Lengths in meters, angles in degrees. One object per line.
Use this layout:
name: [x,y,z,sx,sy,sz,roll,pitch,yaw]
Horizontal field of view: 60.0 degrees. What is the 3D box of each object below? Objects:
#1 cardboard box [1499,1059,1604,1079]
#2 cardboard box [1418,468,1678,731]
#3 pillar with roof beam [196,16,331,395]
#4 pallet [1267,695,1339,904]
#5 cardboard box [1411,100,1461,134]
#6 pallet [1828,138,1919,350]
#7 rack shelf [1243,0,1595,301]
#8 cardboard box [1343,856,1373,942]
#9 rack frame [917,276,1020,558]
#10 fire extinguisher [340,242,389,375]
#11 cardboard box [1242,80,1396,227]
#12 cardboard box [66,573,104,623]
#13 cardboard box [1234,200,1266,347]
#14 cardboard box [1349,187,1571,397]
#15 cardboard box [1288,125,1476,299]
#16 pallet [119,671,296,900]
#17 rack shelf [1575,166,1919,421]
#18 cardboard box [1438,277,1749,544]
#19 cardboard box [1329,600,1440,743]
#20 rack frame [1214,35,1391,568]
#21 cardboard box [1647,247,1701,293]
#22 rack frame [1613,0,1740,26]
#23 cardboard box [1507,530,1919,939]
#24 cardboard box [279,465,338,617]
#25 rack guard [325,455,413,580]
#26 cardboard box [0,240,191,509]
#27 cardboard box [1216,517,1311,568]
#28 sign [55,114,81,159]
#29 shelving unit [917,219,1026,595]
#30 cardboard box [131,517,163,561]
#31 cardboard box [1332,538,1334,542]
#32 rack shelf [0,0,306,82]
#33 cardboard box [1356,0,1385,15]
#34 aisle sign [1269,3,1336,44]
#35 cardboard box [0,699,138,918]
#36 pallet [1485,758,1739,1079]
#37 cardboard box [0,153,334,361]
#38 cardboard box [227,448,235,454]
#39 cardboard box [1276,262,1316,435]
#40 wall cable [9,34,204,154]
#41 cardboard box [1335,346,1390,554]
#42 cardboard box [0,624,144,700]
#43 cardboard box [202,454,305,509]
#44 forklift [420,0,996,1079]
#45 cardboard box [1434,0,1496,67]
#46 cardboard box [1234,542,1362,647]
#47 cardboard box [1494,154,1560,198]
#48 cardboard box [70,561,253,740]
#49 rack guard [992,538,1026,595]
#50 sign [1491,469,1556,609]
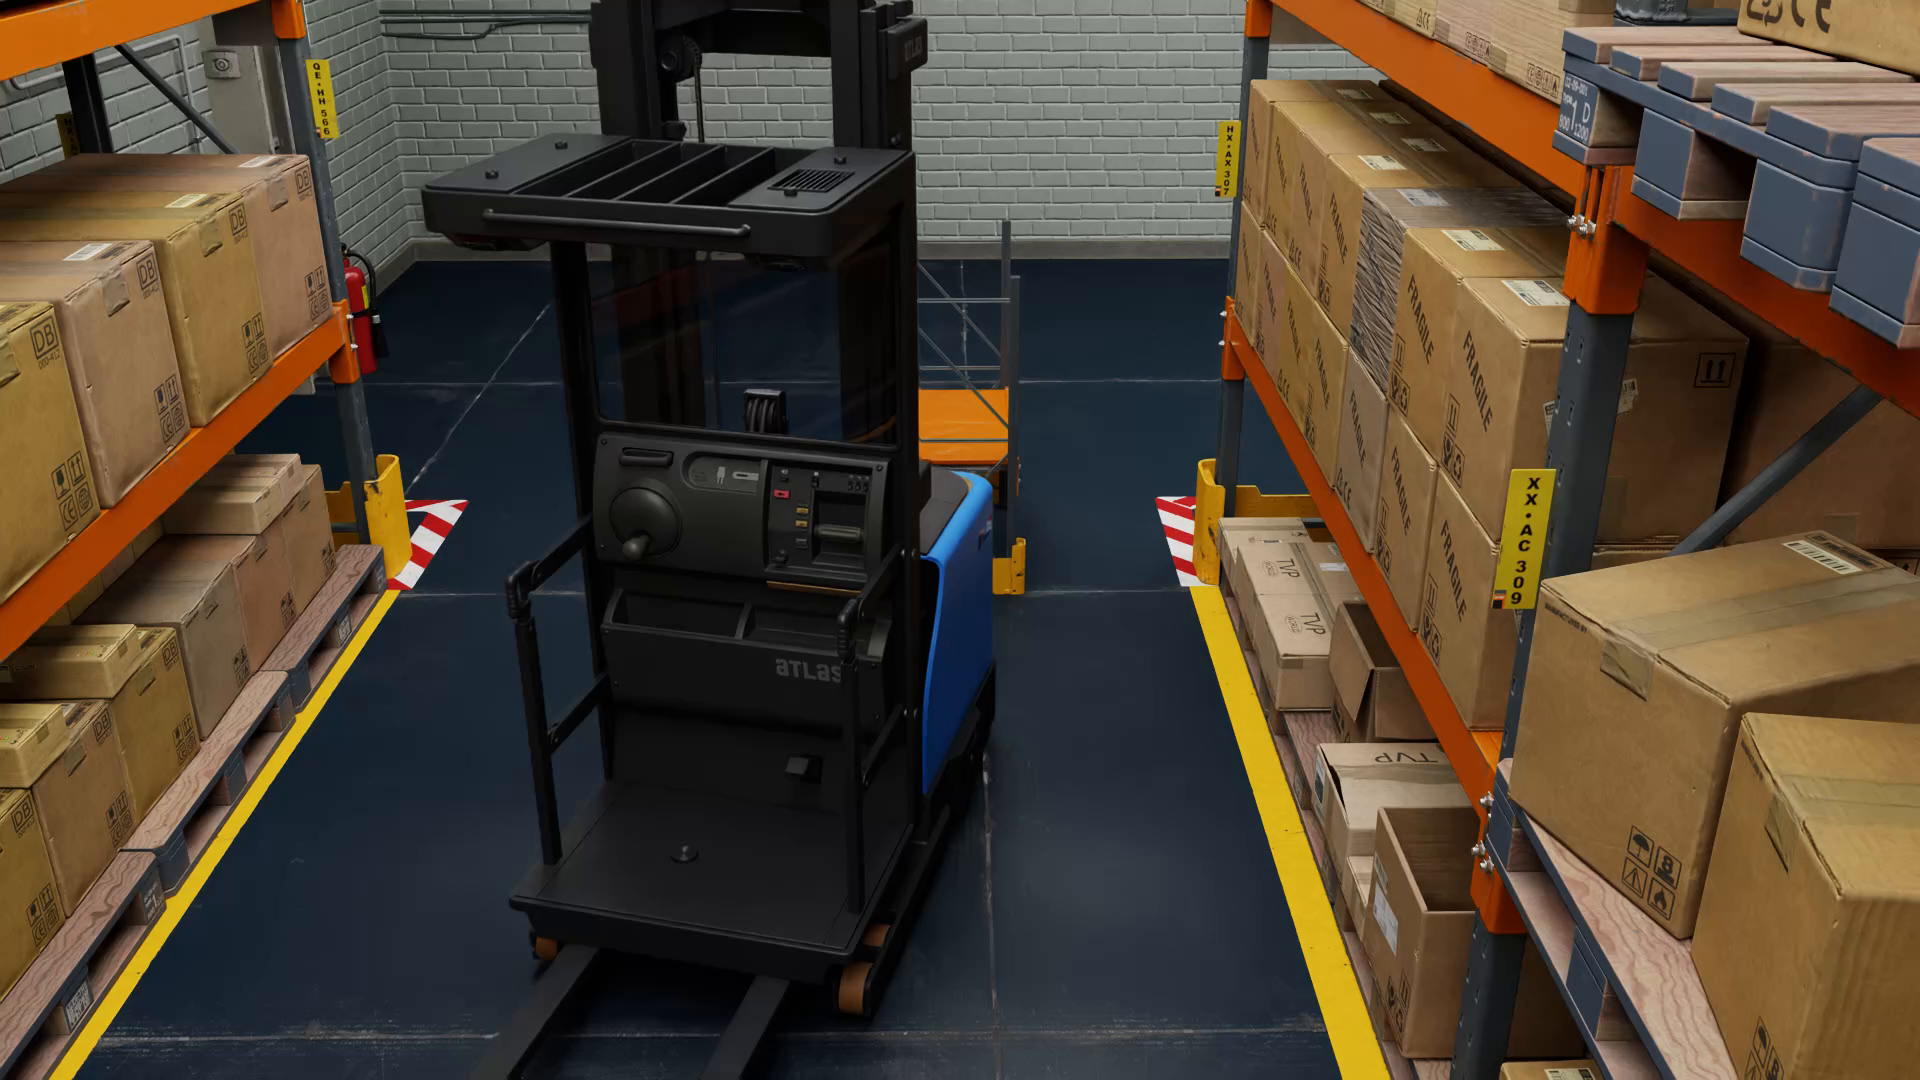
cardboard box: [1.513,1.528,3.730,0.500,0.500,0.500,-1,24,-3]
cardboard box: [1.489,0.139,4.181,0.500,0.500,0.500,0,24,0]
pillar with roof beam: [0.164,-5.096,8.598,9.100,9.000,0.400,0,24,-1]
pallet: [1.728,0.873,6.063,1.003,0.211,1.213,0,24,-1]
cardboard box: [1.993,-1.369,6.303,0.500,0.500,0.500,0,24,1]
pallet: [1.702,-0.195,1.630,1.213,0.211,1.003,0,24,-1]
rack shelf: [1.729,-1.474,5.101,1.077,0.370,4.000,0,24,-1]
cardboard box: [1.397,1.100,5.103,0.380,0.149,0.250,0,24,-1]
rack frame: [0.006,-0.439,7.400,0.500,1.500,0.032,0,24,-1]
fire extinguisher: [-2.786,-1.094,7.575,0.296,0.674,0.183,0,24,-1]
cardboard box: [1.449,-1.576,6.759,0.500,0.500,0.500,0,24,1]
cardboard box: [-3.324,0.177,5.955,0.380,0.149,0.250,0,24,0]
cardboard box: [1.449,-1.120,6.966,0.500,0.500,0.500,0,24,1]
cardboard box: [1.473,-0.738,4.906,0.500,0.500,0.500,0,24,0]
cardboard box: [1.462,-1.154,5.827,0.500,0.500,0.500,0,24,0]
pallet: [-3.149,0.866,6.079,1.003,0.211,1.213,0,24,-1]
rack shelf: [1.773,0.175,1.457,1.077,0.370,4.000,0,24,-1]
cardboard box: [1.487,-0.319,3.980,0.500,0.500,0.500,0,24,0]
cardboard box: [1.725,0.552,5.884,0.797,0.503,0.637,0,24,-1]
rack frame: [1.707,-1.259,7.393,1.000,3.000,0.127,0,24,-1]
cardboard box: [2.021,-0.520,4.424,0.500,0.500,0.500,-1,24,-2]
rack frame: [1.751,-2.344,2.512,1.000,3.000,0.127,0,24,-1]
cardboard box: [1.532,0.349,3.208,0.700,0.500,0.500,-9,26,-18]
cardboard box: [-3.138,0.001,7.132,0.700,0.500,0.500,0,24,-1]
rack guard: [-3.246,-0.106,7.877,1.175,0.500,0.348,0,24,-1]
cardboard box: [-3.212,-0.548,5.457,0.980,0.700,0.700,-1,24,-3]
cardboard box: [1.368,0.014,7.505,0.380,0.149,0.250,0,24,-1]
sign: [-3.801,-1.665,7.146,0.100,0.325,0.005,0,24,-1]
shelving unit: [0.001,-0.652,7.871,0.587,1.500,1.083,0,24,-1]
cardboard box: [-3.331,-0.034,6.421,0.380,0.149,0.250,0,24,0]
cardboard box: [1.960,-0.097,7.325,0.500,0.500,0.500,0,24,-1]
rack shelf: [-3.224,-1.450,5.048,1.077,0.370,4.000,0,24,-1]
cardboard box: [1.470,-1.726,4.969,0.500,0.250,0.500,0,24,-1]
aisle sign: [1.413,-2.470,6.917,0.394,0.787,0.004,0,24,-1]
cardboard box: [-3.110,0.845,5.265,0.700,0.500,0.500,0,24,-1]
pallet: [1.651,0.807,3.059,1.003,0.211,1.213,0,24,-1]
cardboard box: [-3.230,-1.161,6.814,0.980,0.700,0.700,1,24,2]
cardboard box: [-3.340,-0.345,7.110,0.380,0.149,0.250,0,24,0]
cardboard box: [1.462,-0.701,6.038,0.500,0.500,0.500,0,24,-1]
wall cable: [-4.206,-2.221,8.288,0.084,1.984,1.851,0,24,-1]
cardboard box: [1.474,-0.285,5.119,0.500,0.500,0.500,0,24,1]
cardboard box: [-2.935,0.400,5.463,0.380,0.149,0.250,-1,24,-2]
cardboard box: [-2.955,-0.243,6.883,0.380,0.149,0.250,-1,24,-1]
forklift: [-0.721,-0.066,4.839,1.130,2.935,3.031,6,25,13]
cardboard box: [1.485,-1.314,4.057,0.500,0.250,0.500,0,24,-1]
cardboard box: [1.435,0.225,6.915,0.500,0.250,0.500,0,24,-1]
cardboard box: [2.009,-0.944,5.363,0.500,0.500,0.500,0,24,1]
cardboard box: [-3.127,0.414,6.218,0.700,0.500,0.500,-1,24,-2]
rack guard: [0.006,0.123,7.675,0.587,0.250,0.087,0,24,-1]
sign: [1.208,0.001,3.558,0.100,0.325,0.005,0,24,-1]
